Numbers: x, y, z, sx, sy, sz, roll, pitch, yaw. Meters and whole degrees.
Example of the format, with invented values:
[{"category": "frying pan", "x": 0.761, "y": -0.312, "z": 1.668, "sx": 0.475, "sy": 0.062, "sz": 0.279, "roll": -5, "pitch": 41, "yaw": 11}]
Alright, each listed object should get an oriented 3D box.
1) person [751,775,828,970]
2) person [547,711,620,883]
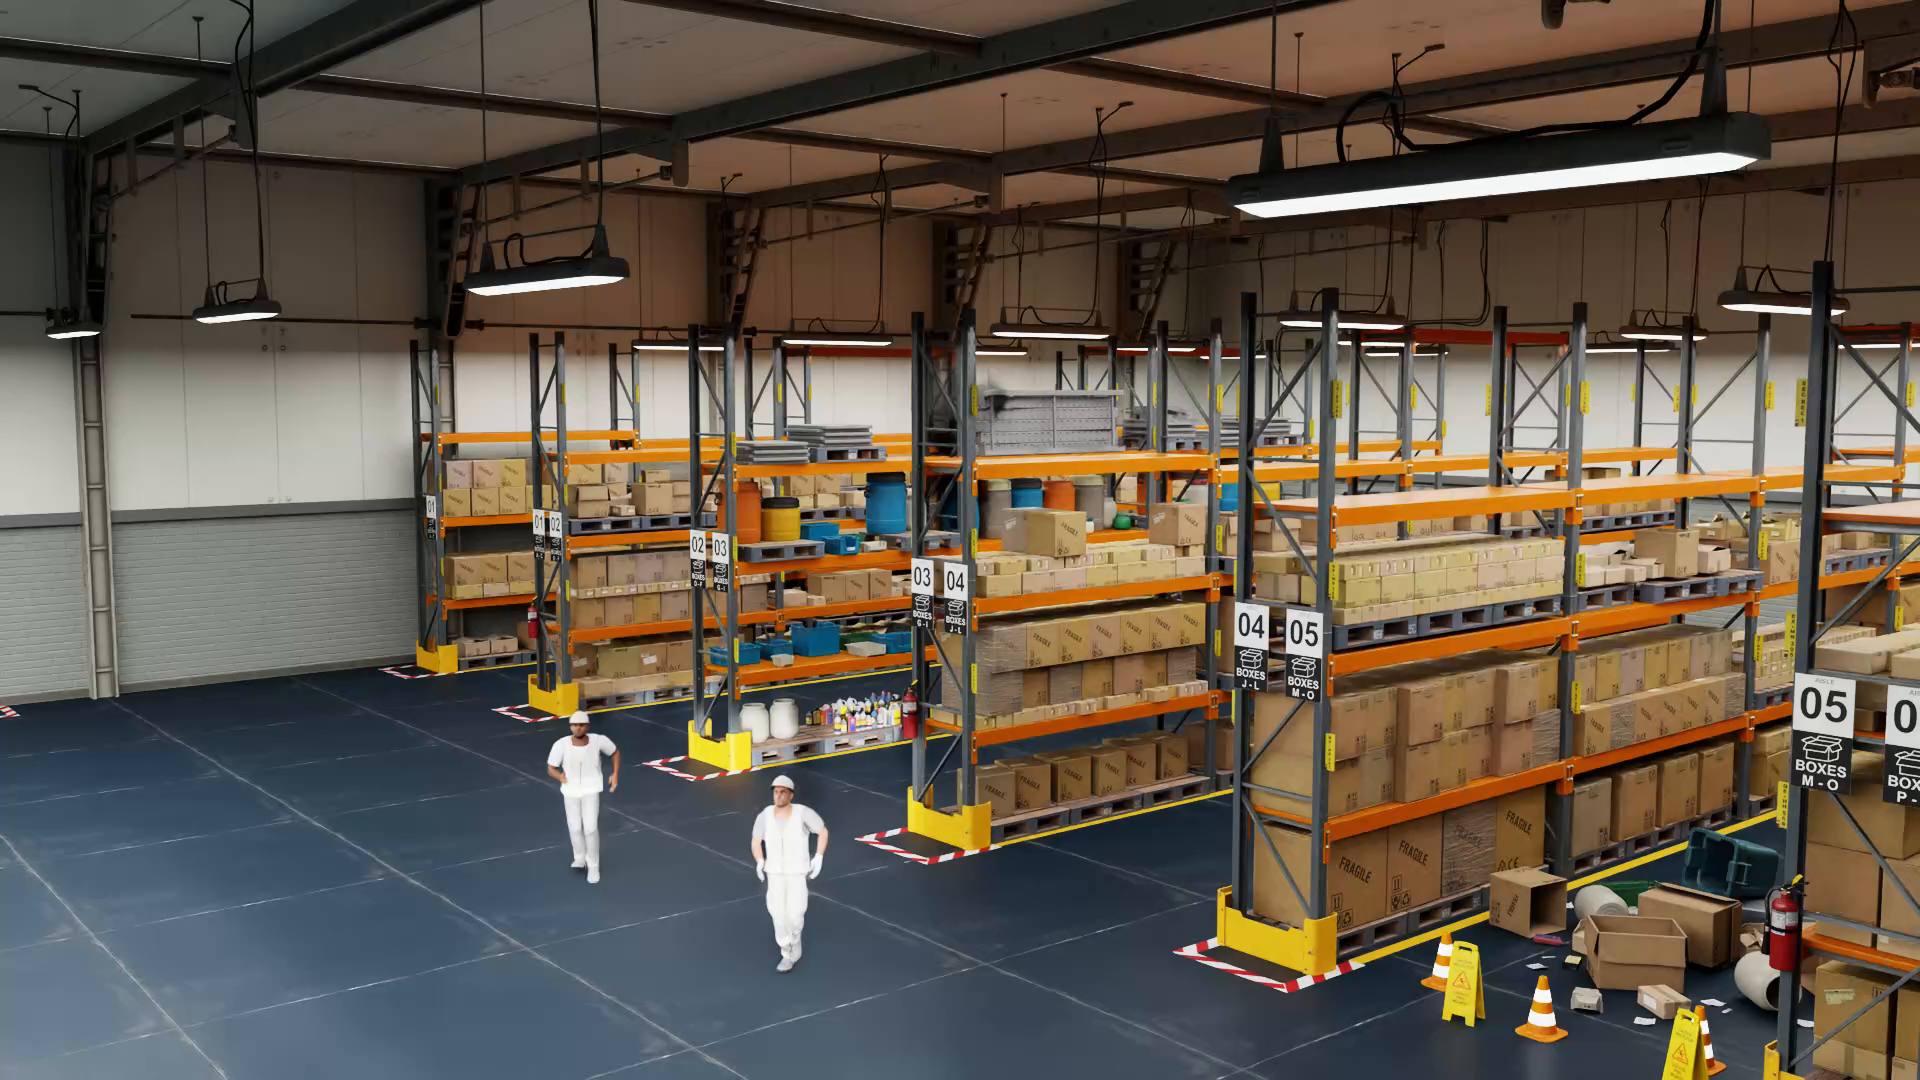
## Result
[{"category": "person", "x": -1.528, "y": 2.945, "z": 14.623, "sx": 0.669, "sy": 1.742, "sz": 0.519, "roll": 1, "pitch": 5, "yaw": 6}, {"category": "person", "x": -3.952, "y": 2.695, "z": 17.434, "sx": 0.726, "sy": 1.839, "sz": 0.744, "roll": -1, "pitch": 5, "yaw": -6}]
